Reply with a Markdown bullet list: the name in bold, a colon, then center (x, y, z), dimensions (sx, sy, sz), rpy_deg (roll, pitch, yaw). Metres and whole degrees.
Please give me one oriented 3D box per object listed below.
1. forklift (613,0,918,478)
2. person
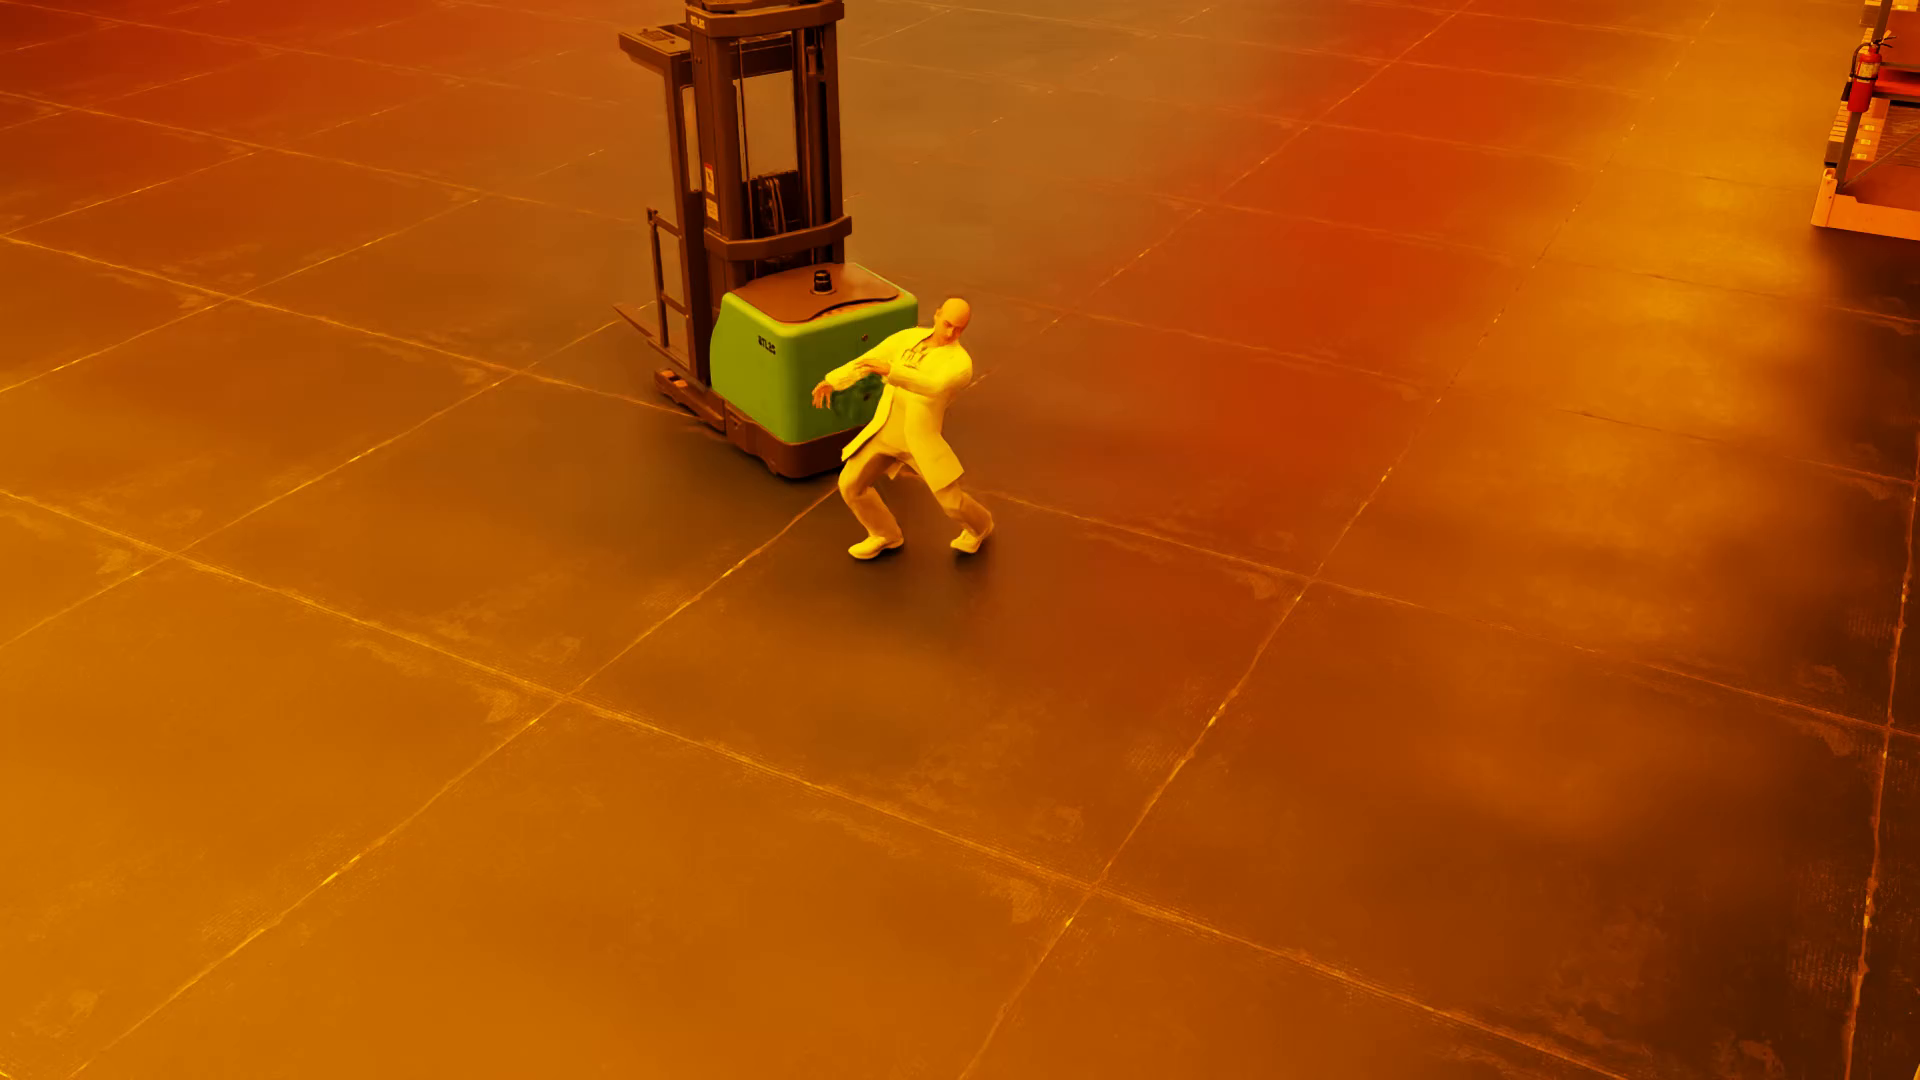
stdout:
- **forklift**: center (-1.504, -2.347, 11.138), dimensions (1.130, 2.935, 3.031), rpy_deg (-19, 35, -30)
- **person**: center (-0.398, -0.590, 9.440), dimensions (0.970, 1.559, 0.854), rpy_deg (15, 33, 24)
